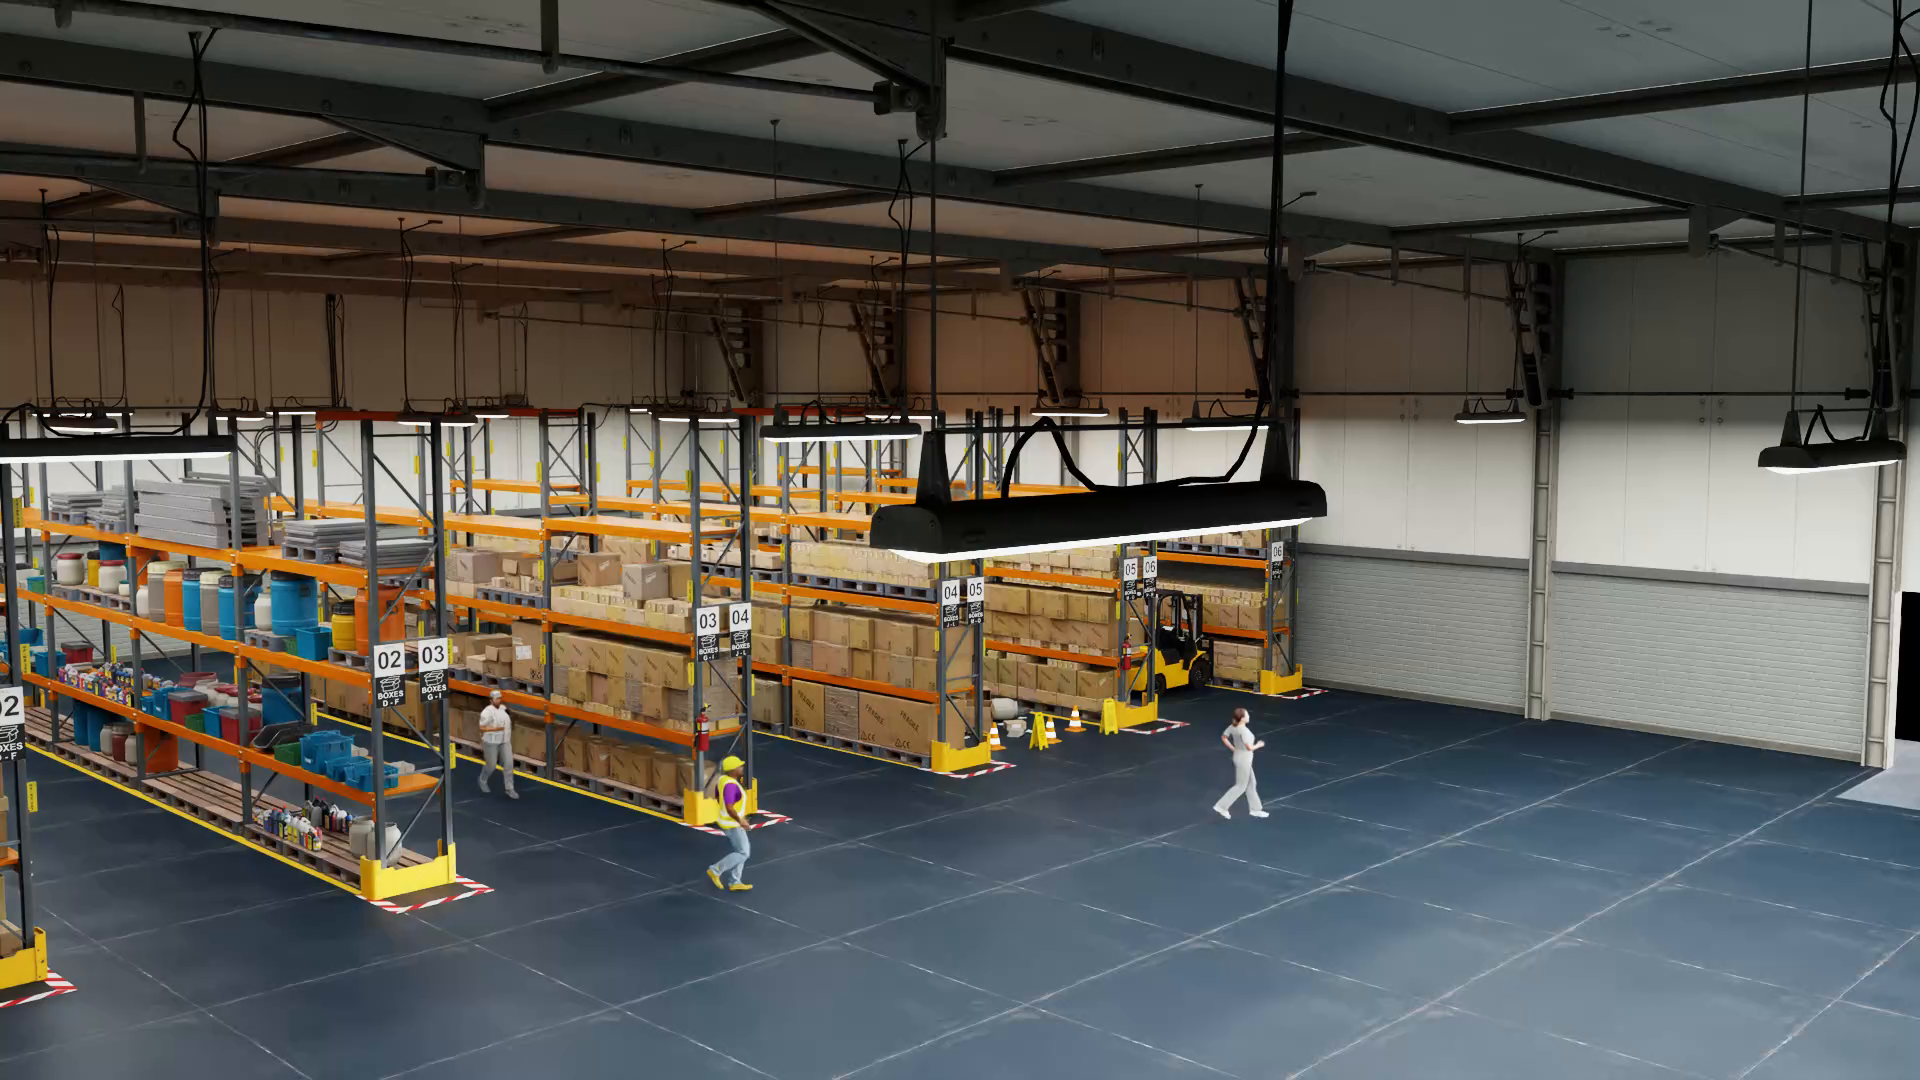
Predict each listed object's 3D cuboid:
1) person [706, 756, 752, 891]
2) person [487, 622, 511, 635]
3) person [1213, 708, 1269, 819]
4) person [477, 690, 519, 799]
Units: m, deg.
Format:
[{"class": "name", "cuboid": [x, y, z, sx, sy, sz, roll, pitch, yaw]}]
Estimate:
[{"class": "person", "cuboid": [-2.946, 3.603, 21.091, 0.616, 1.739, 0.722, -2, 5, -21]}, {"class": "person", "cuboid": [-11.388, 1.819, 41.049, 0.750, 1.790, 0.900, 4, 7, 39]}, {"class": "person", "cuboid": [4.161, 3.419, 24.538, 0.908, 1.409, 0.570, -1, 5, -13]}, {"class": "person", "cuboid": [-7.239, 3.174, 26.006, 0.880, 1.665, 0.608, 5, 7, 42]}]
